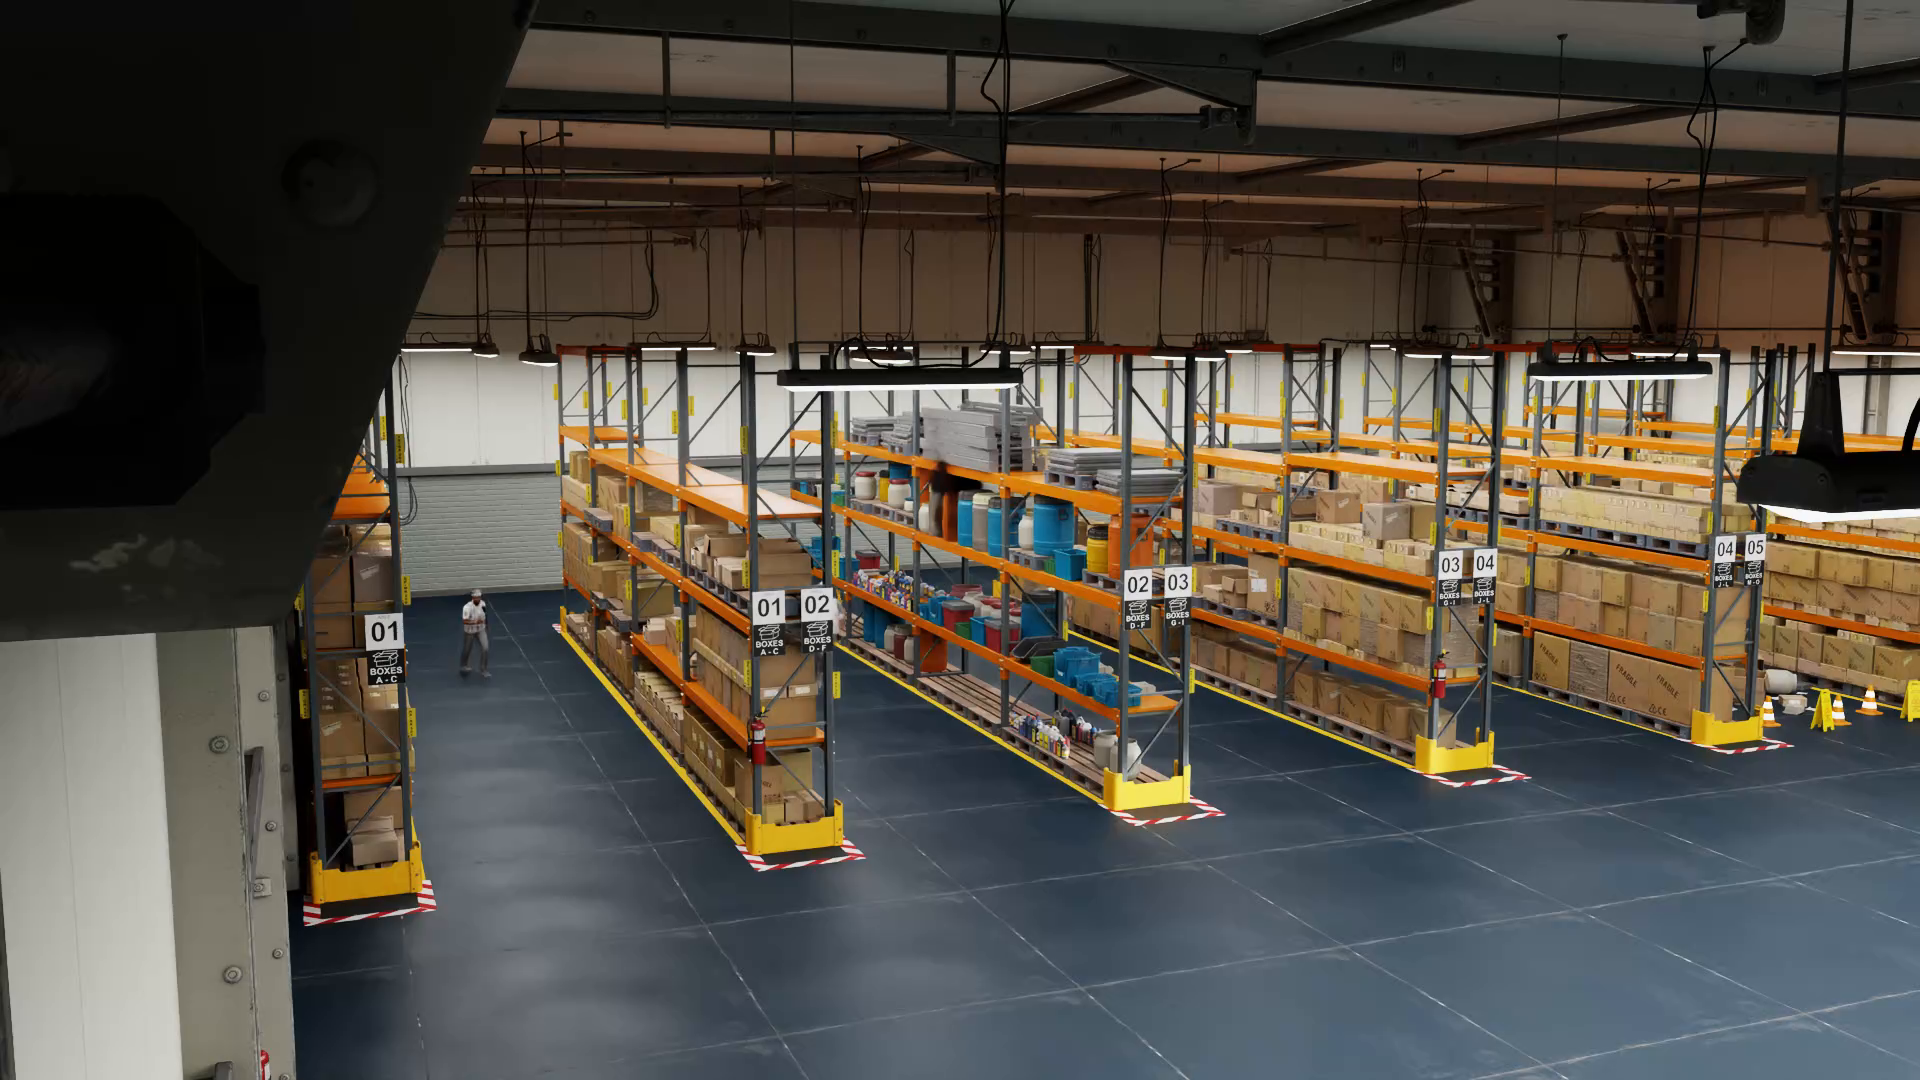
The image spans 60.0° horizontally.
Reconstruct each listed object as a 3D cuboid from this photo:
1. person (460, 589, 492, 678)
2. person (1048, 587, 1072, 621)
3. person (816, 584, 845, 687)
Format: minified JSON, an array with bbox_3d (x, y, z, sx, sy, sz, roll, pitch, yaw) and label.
[{"bbox_3d":[-8.838,1.681,30.307,0.589,1.663,0.955,-6,10,-41],"label":"person"},{"bbox_3d":[1.788,1.363,30.758,0.552,1.586,0.631,-5,9,-36],"label":"person"},{"bbox_3d":[-2.264,1.605,28.318,0.668,1.822,0.663,-3,8,-25],"label":"person"}]
